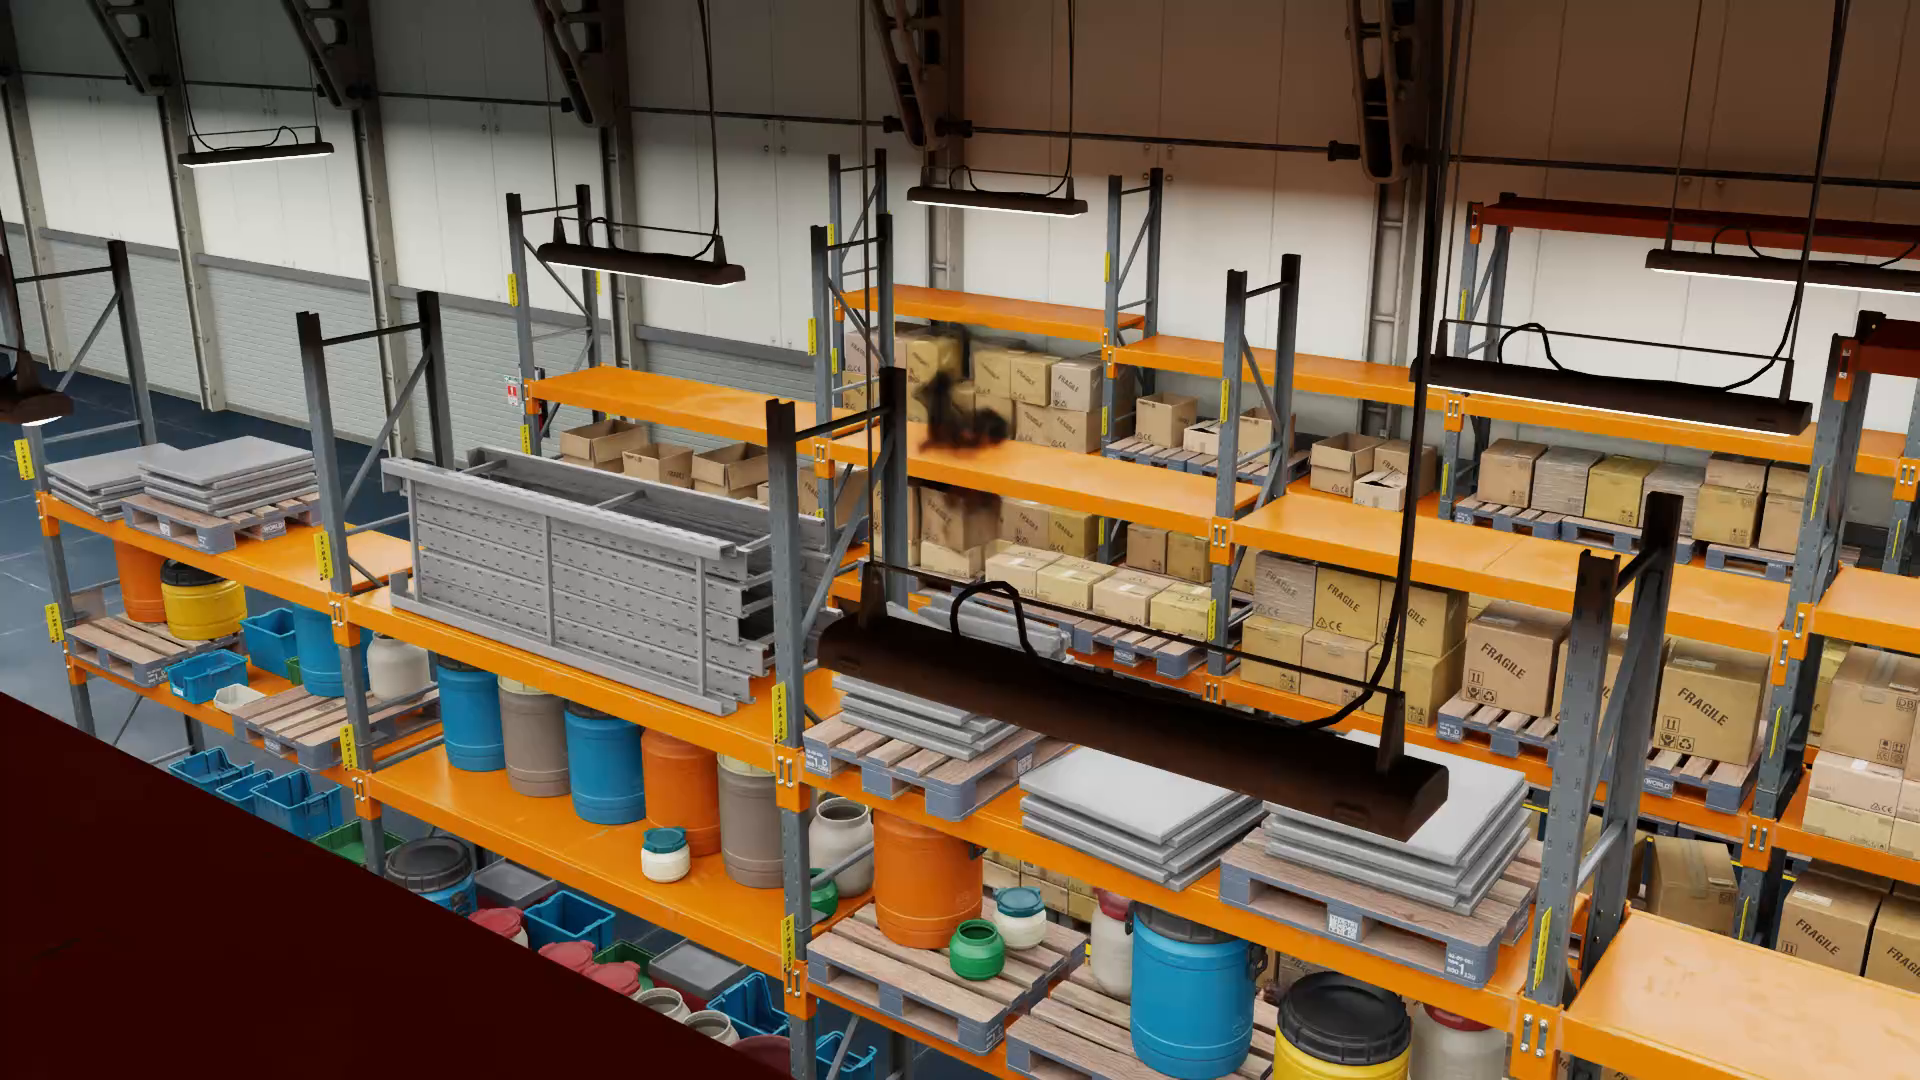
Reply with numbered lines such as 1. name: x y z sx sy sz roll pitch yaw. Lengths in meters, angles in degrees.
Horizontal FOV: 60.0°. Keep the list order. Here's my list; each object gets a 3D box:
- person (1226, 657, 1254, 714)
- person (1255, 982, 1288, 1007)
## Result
1. person: 2.718 1.929 16.443 0.969 1.794 0.698 9 20 25
2. person: 2.101 3.748 11.347 0.764 1.634 0.564 7 20 20
